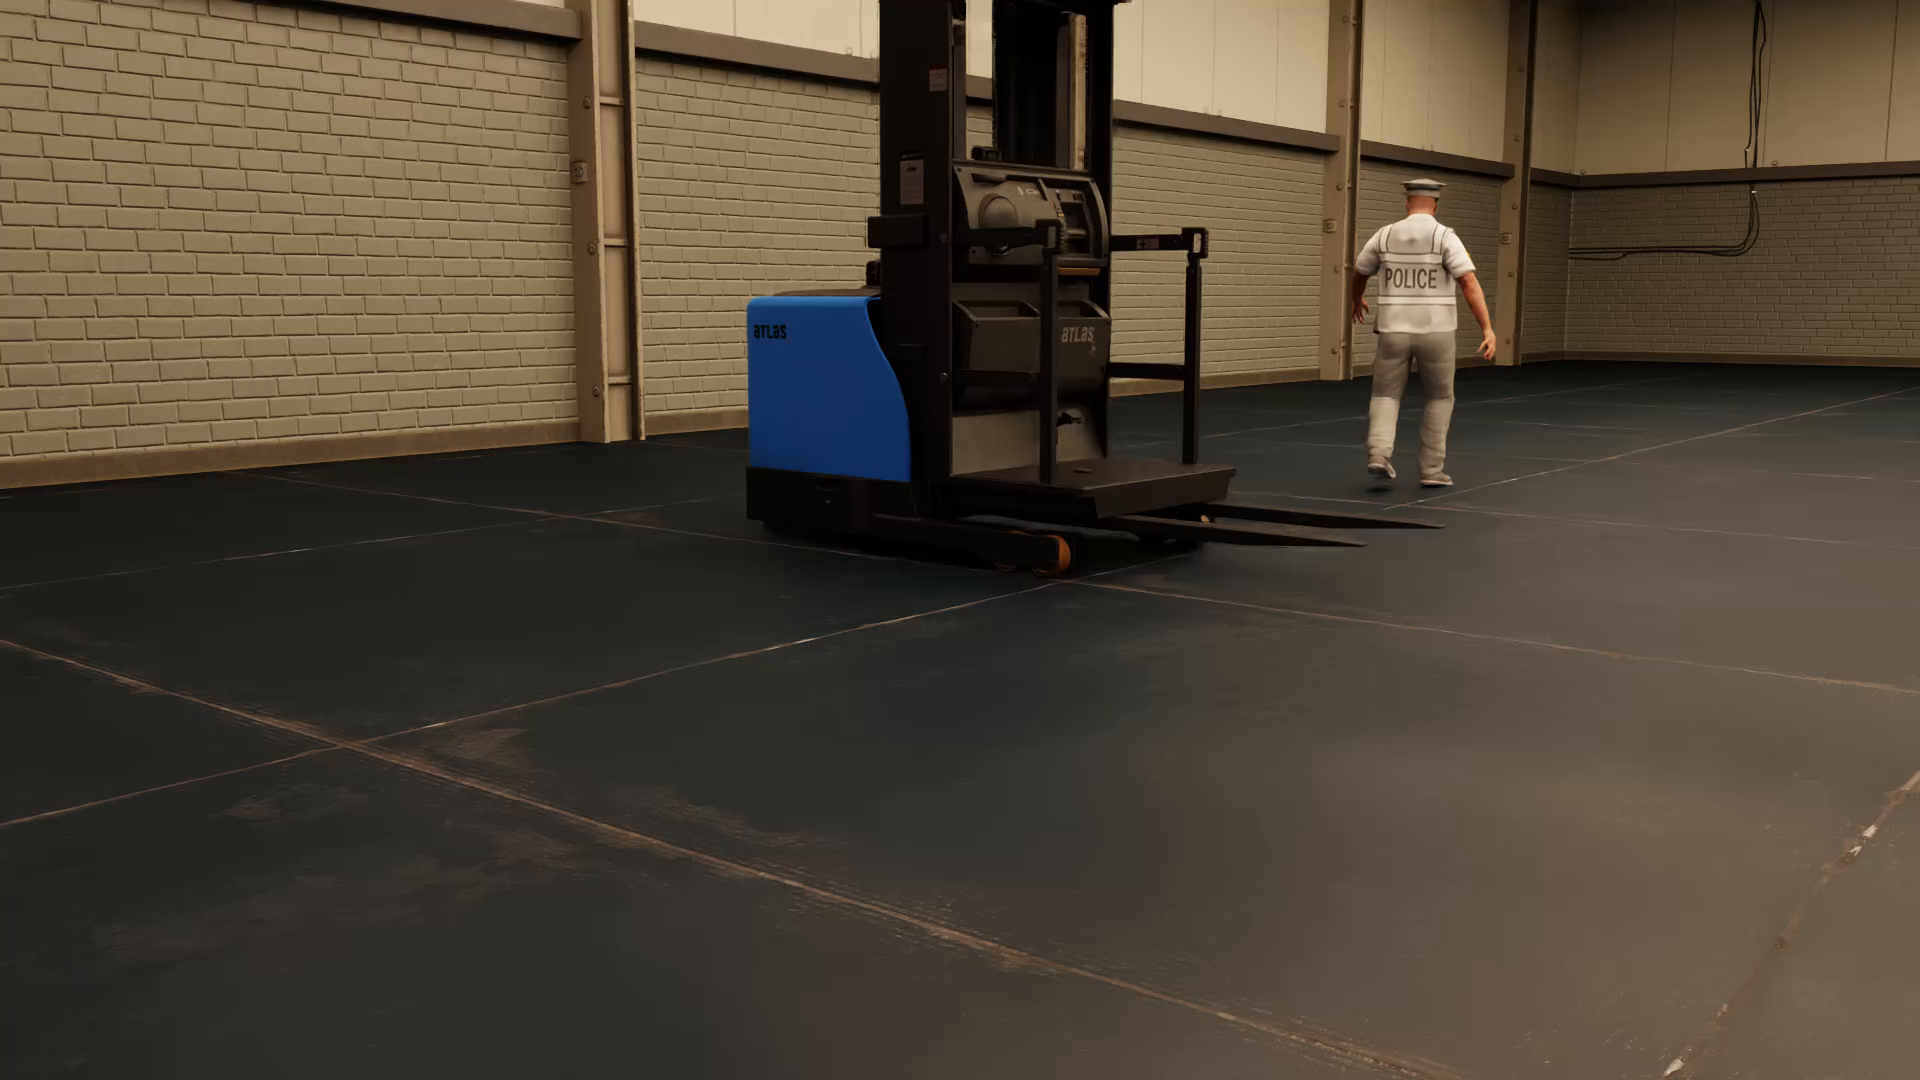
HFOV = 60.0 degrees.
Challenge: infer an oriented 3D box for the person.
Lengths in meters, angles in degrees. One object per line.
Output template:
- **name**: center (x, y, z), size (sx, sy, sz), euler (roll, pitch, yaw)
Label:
- **person**: center (2.582, -1.152, 9.351), size (0.909, 1.729, 0.722), euler (4, 9, 27)

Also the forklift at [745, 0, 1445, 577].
- **forklift**: center (0.464, -1.393, 6.799), size (3.031, 2.935, 1.130), euler (7, 11, 41)
